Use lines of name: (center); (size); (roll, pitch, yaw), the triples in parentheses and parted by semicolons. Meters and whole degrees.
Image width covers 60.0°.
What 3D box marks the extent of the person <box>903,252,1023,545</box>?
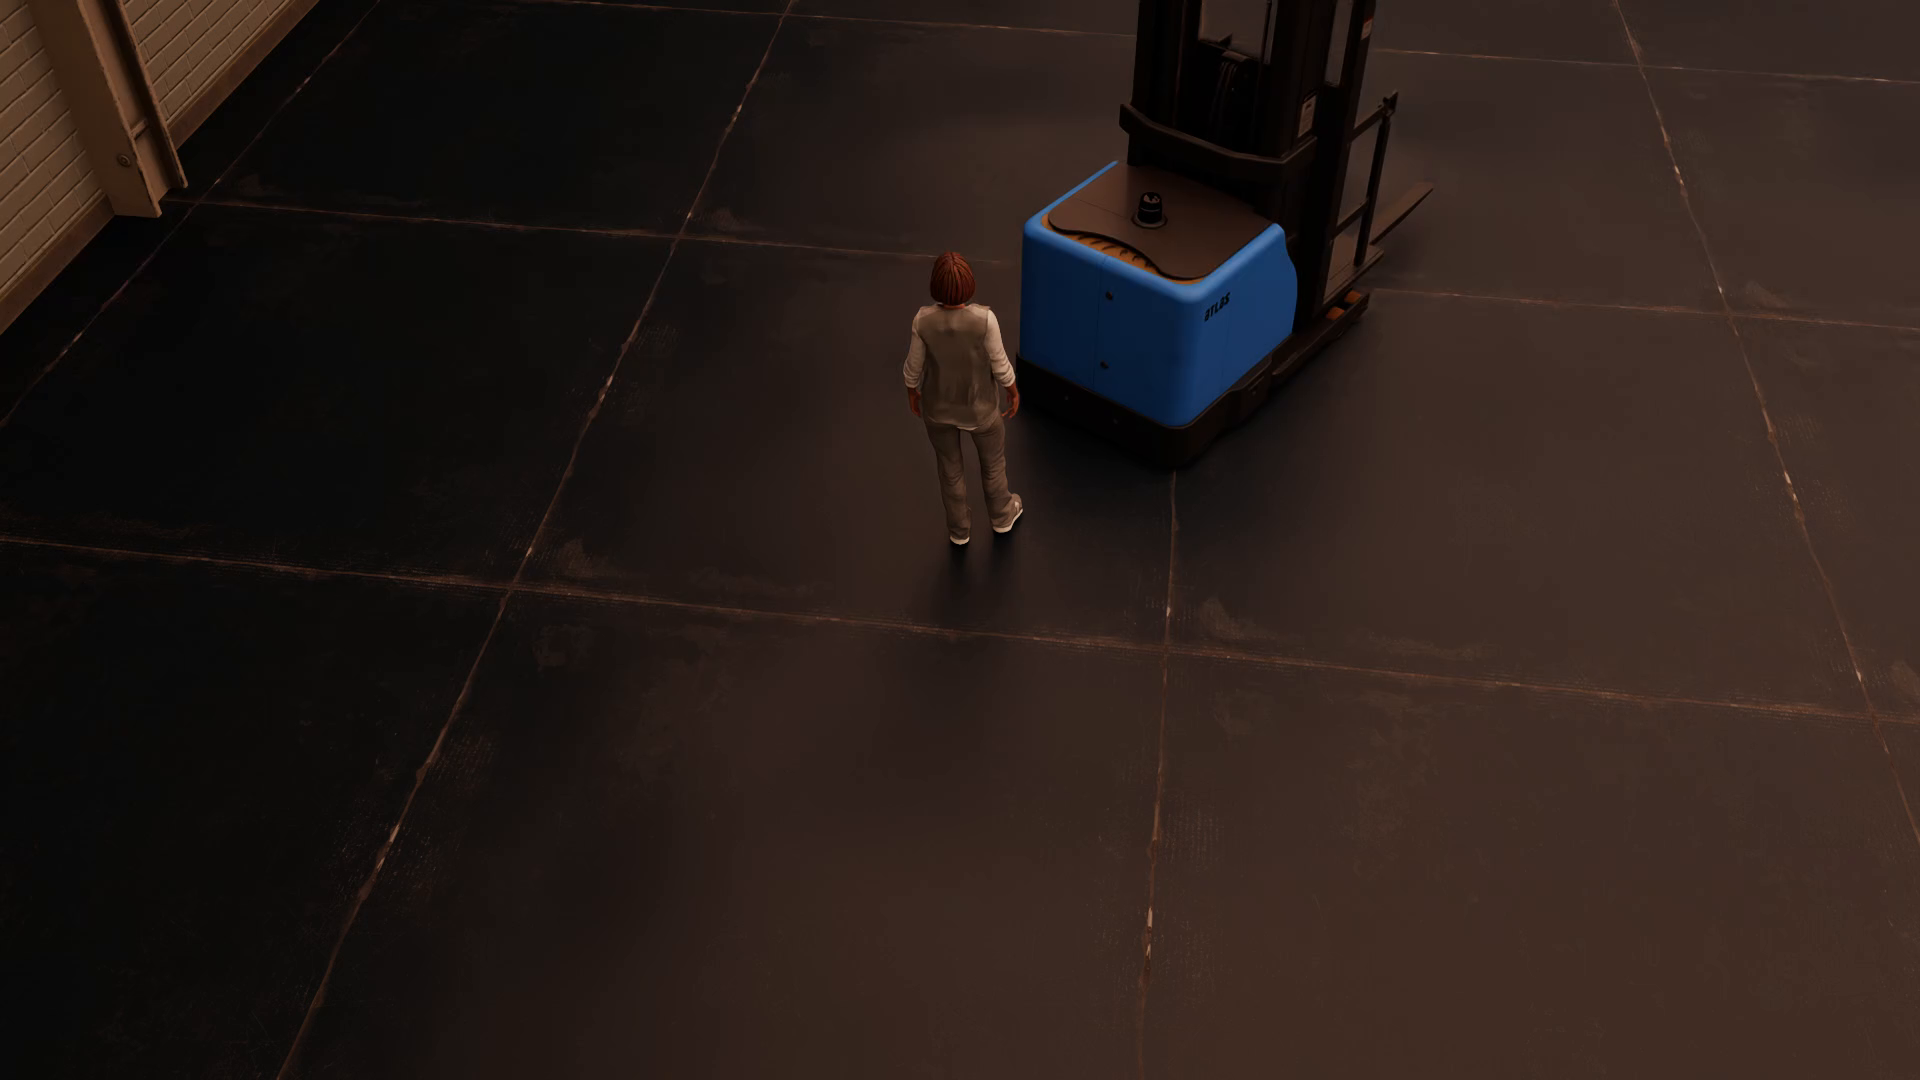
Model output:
person: (0.024, -0.642, 7.398); (0.519, 1.598, 0.474); (5, 43, 6)

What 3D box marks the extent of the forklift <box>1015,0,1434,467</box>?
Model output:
forklift: (1.603, -2.377, 8.312); (1.130, 2.935, 3.031); (29, 50, 28)
